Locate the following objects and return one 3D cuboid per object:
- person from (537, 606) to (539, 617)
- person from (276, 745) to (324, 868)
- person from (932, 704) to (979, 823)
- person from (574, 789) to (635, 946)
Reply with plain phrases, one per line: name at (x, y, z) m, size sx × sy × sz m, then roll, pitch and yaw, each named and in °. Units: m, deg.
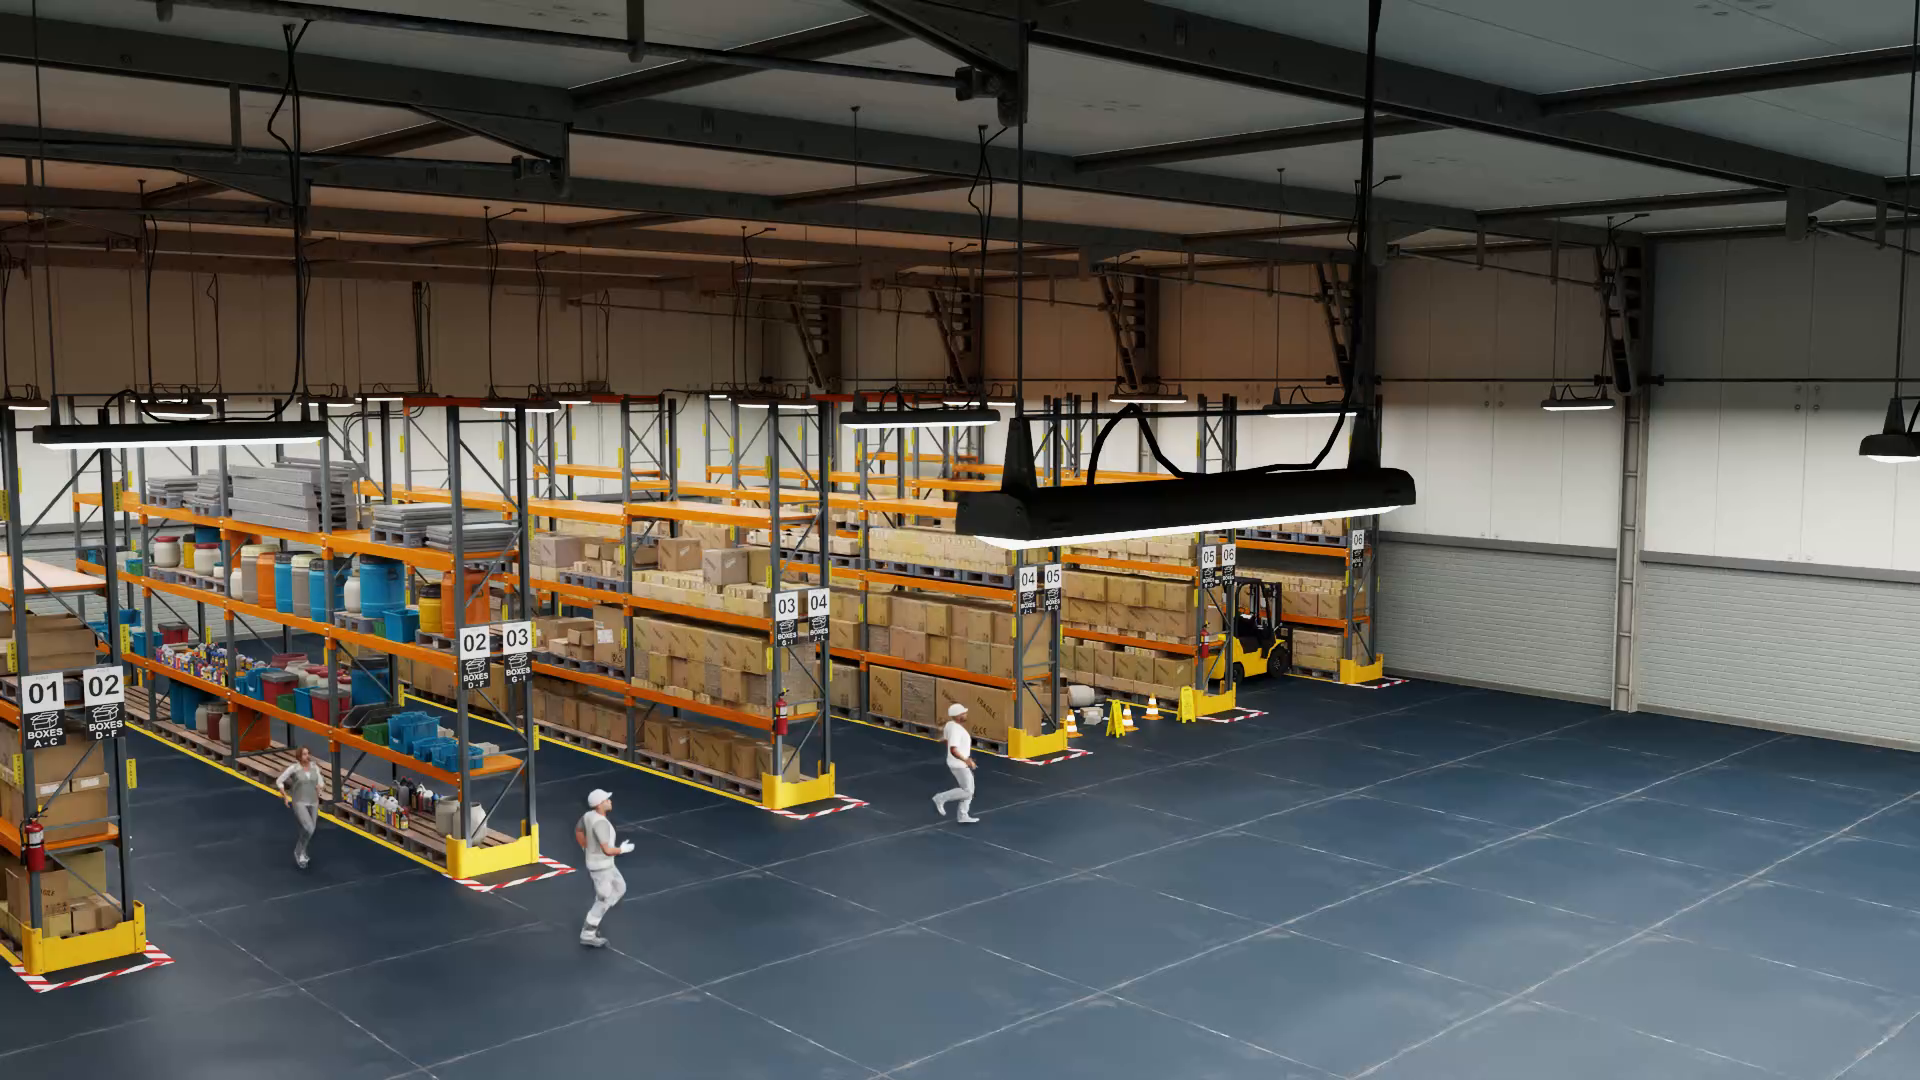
person at (-9.684, 1.915, 37.305) m, size 0.615 × 1.657 × 0.850 m, roll -4°, pitch 7°, yaw -34°
person at (-8.487, 3.451, 21.546) m, size 0.657 × 1.587 × 0.508 m, roll 4°, pitch 7°, yaw 38°
person at (-0.066, 3.189, 23.698) m, size 0.684 × 1.731 × 0.709 m, roll -1°, pitch 6°, yaw -8°
person at (-3.958, 3.643, 18.604) m, size 0.620 × 1.756 × 0.686 m, roll -2°, pitch 6°, yaw -19°
